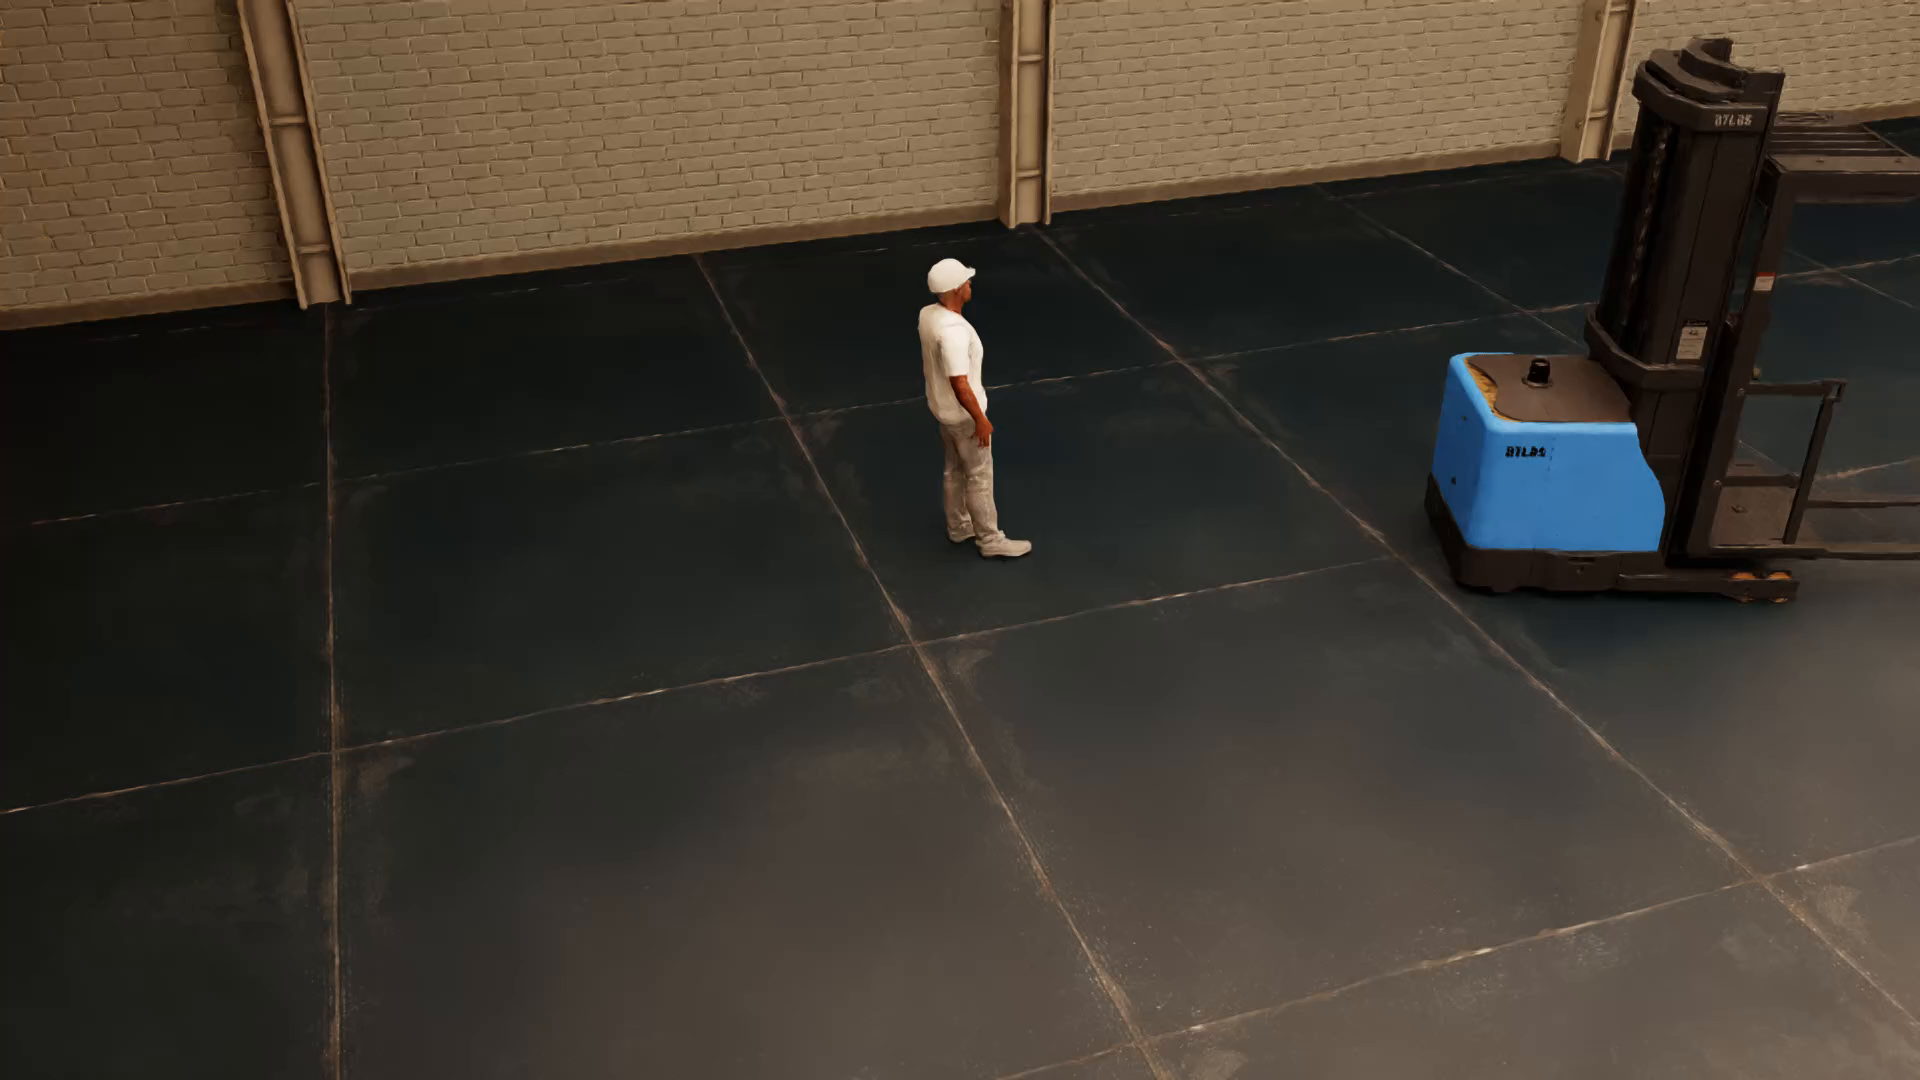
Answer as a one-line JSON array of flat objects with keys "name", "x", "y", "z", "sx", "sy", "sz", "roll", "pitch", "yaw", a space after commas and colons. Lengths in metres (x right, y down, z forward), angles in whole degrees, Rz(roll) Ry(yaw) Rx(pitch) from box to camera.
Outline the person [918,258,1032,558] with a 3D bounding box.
[{"name": "person", "x": 0.068, "y": -0.780, "z": 9.597, "sx": 0.576, "sy": 1.766, "sz": 0.665, "roll": -10, "pitch": 31, "yaw": -16}]

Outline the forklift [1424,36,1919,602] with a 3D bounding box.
[{"name": "forklift", "x": 4.365, "y": -1.189, "z": 9.154, "sx": 3.031, "sy": 2.935, "sz": 1.130, "roll": 1, "pitch": 30, "yaw": 1}]
